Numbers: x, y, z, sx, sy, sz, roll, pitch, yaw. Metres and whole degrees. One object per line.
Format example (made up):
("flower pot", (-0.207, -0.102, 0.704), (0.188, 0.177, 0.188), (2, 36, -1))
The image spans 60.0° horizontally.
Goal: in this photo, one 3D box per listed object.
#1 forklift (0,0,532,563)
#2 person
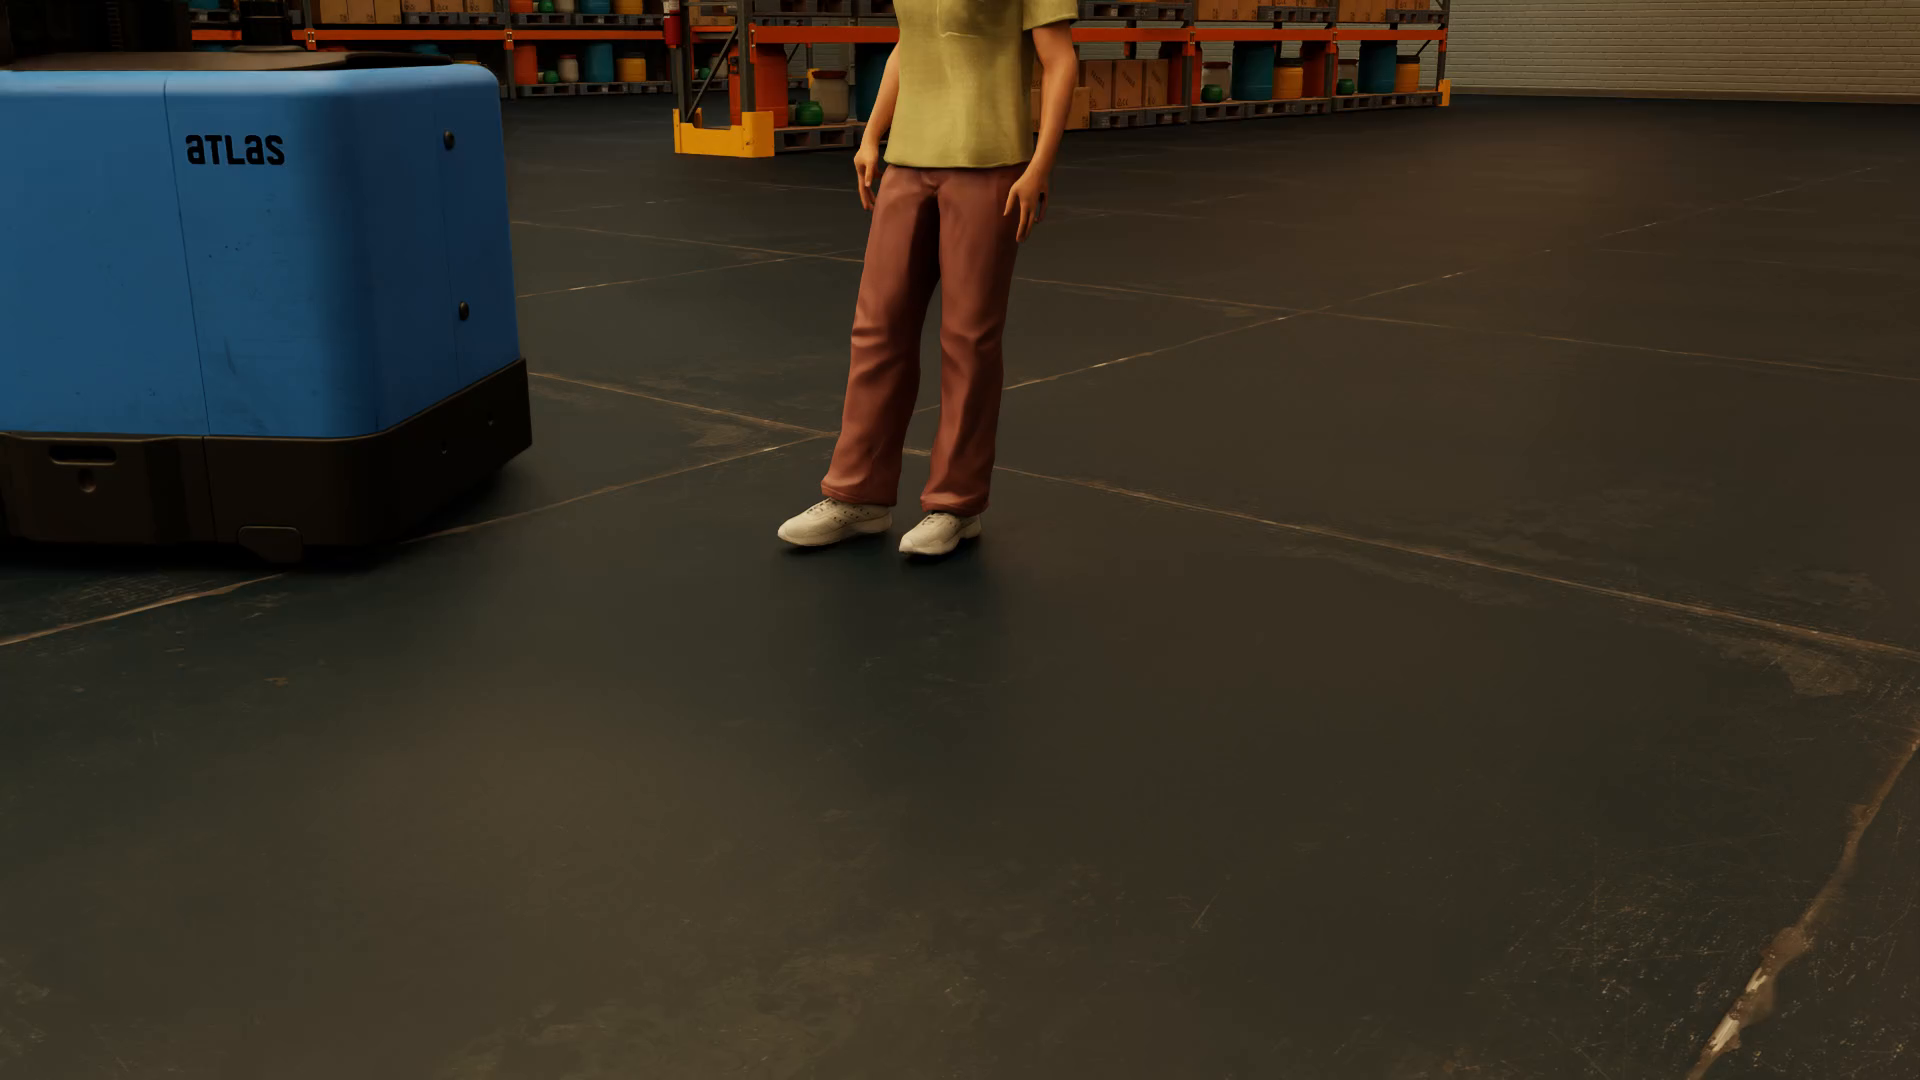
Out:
("forklift", (-2.720, -1.510, 3.871), (3.031, 2.935, 1.130), (2, 17, 5))
("person", (-0.056, -0.789, 3.650), (0.554, 1.662, 0.548), (13, 21, 37))
